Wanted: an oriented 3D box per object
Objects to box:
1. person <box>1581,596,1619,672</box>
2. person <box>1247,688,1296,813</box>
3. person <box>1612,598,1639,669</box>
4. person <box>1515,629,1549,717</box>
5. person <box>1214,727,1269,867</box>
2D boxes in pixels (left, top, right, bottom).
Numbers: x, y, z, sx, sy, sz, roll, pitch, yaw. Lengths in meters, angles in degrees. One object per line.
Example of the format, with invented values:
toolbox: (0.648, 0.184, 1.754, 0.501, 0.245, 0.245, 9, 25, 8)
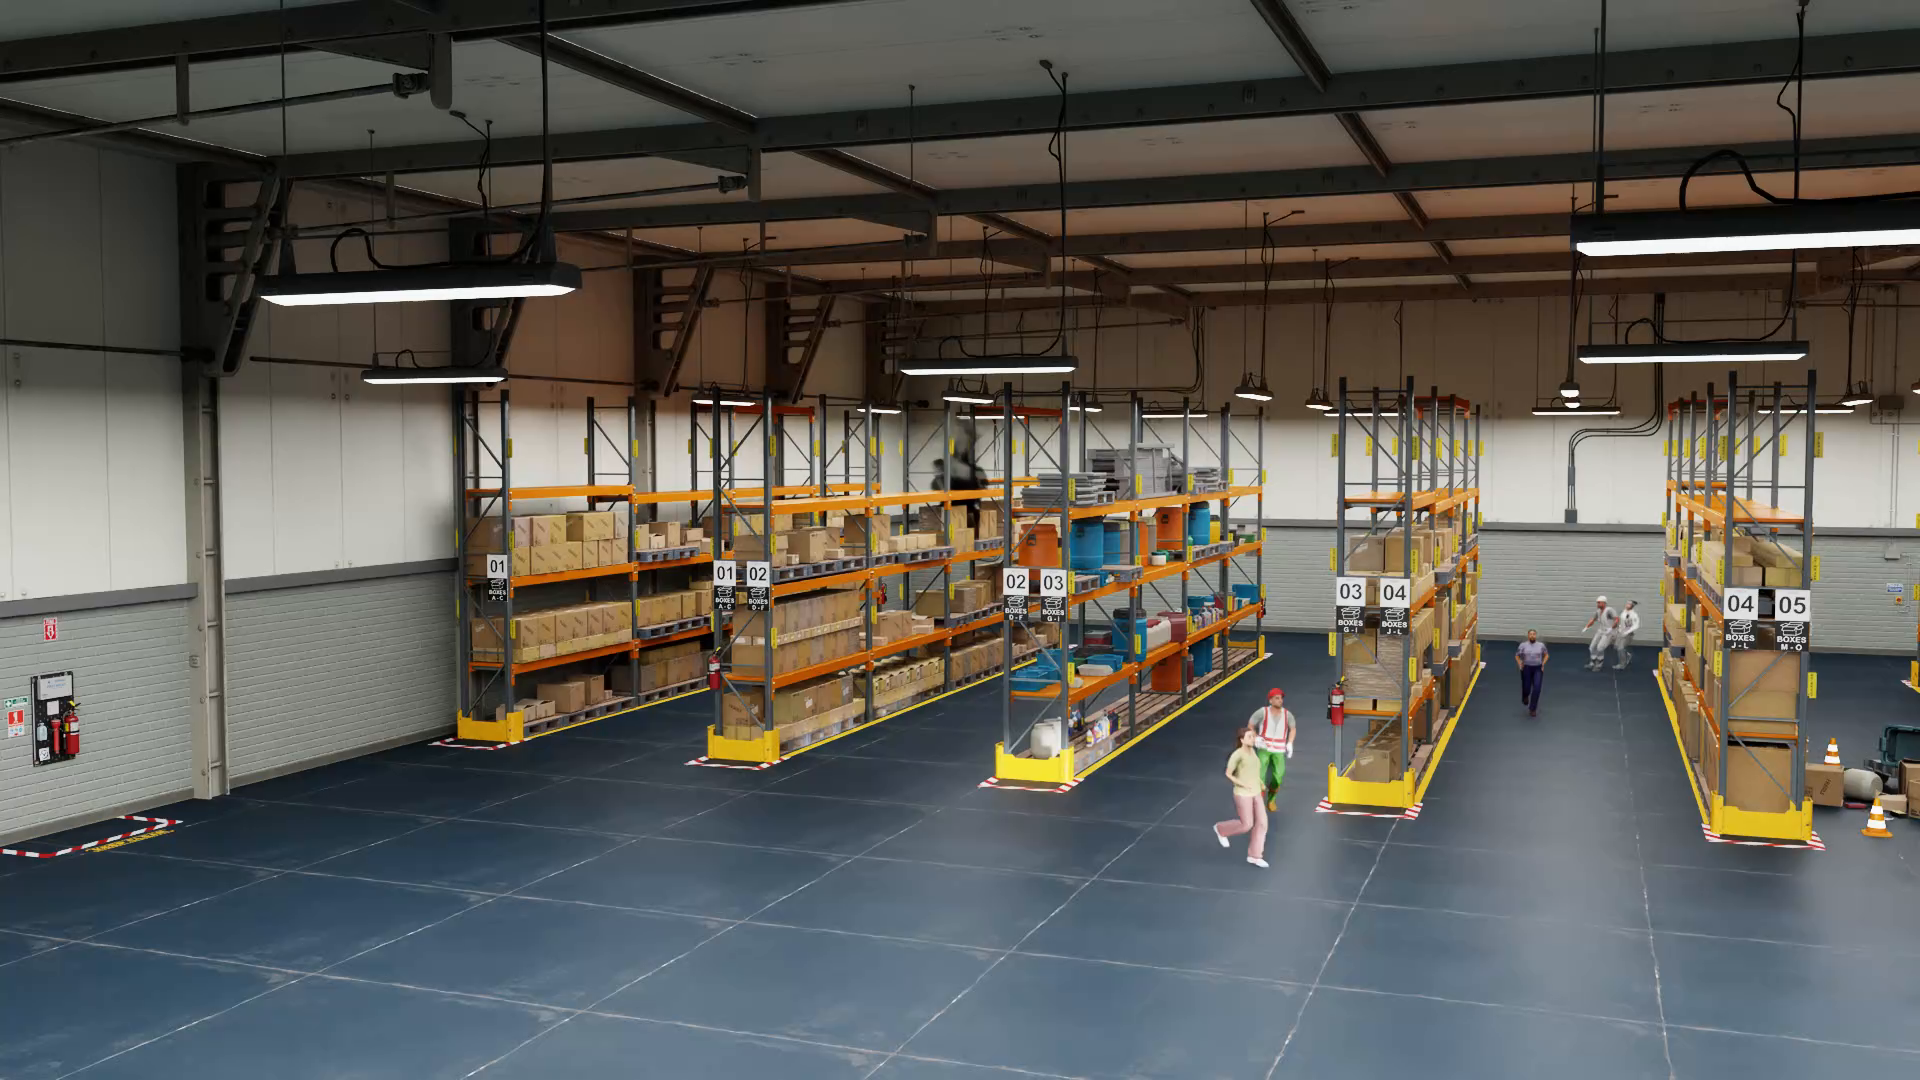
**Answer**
person: (14.361, 2.108, 37.345, 0.521, 1.717, 0.949, -1, 3, -23)
person: (4.267, 2.888, 22.770, 0.681, 1.718, 0.540, 0, 3, 7)
person: (15.107, 2.118, 37.569, 0.530, 1.632, 0.643, -1, 3, -17)
person: (10.782, 2.485, 31.367, 0.589, 1.623, 0.685, 1, 3, 14)
person: (3.441, 3.082, 20.138, 0.579, 1.654, 0.791, -3, 4, -40)
